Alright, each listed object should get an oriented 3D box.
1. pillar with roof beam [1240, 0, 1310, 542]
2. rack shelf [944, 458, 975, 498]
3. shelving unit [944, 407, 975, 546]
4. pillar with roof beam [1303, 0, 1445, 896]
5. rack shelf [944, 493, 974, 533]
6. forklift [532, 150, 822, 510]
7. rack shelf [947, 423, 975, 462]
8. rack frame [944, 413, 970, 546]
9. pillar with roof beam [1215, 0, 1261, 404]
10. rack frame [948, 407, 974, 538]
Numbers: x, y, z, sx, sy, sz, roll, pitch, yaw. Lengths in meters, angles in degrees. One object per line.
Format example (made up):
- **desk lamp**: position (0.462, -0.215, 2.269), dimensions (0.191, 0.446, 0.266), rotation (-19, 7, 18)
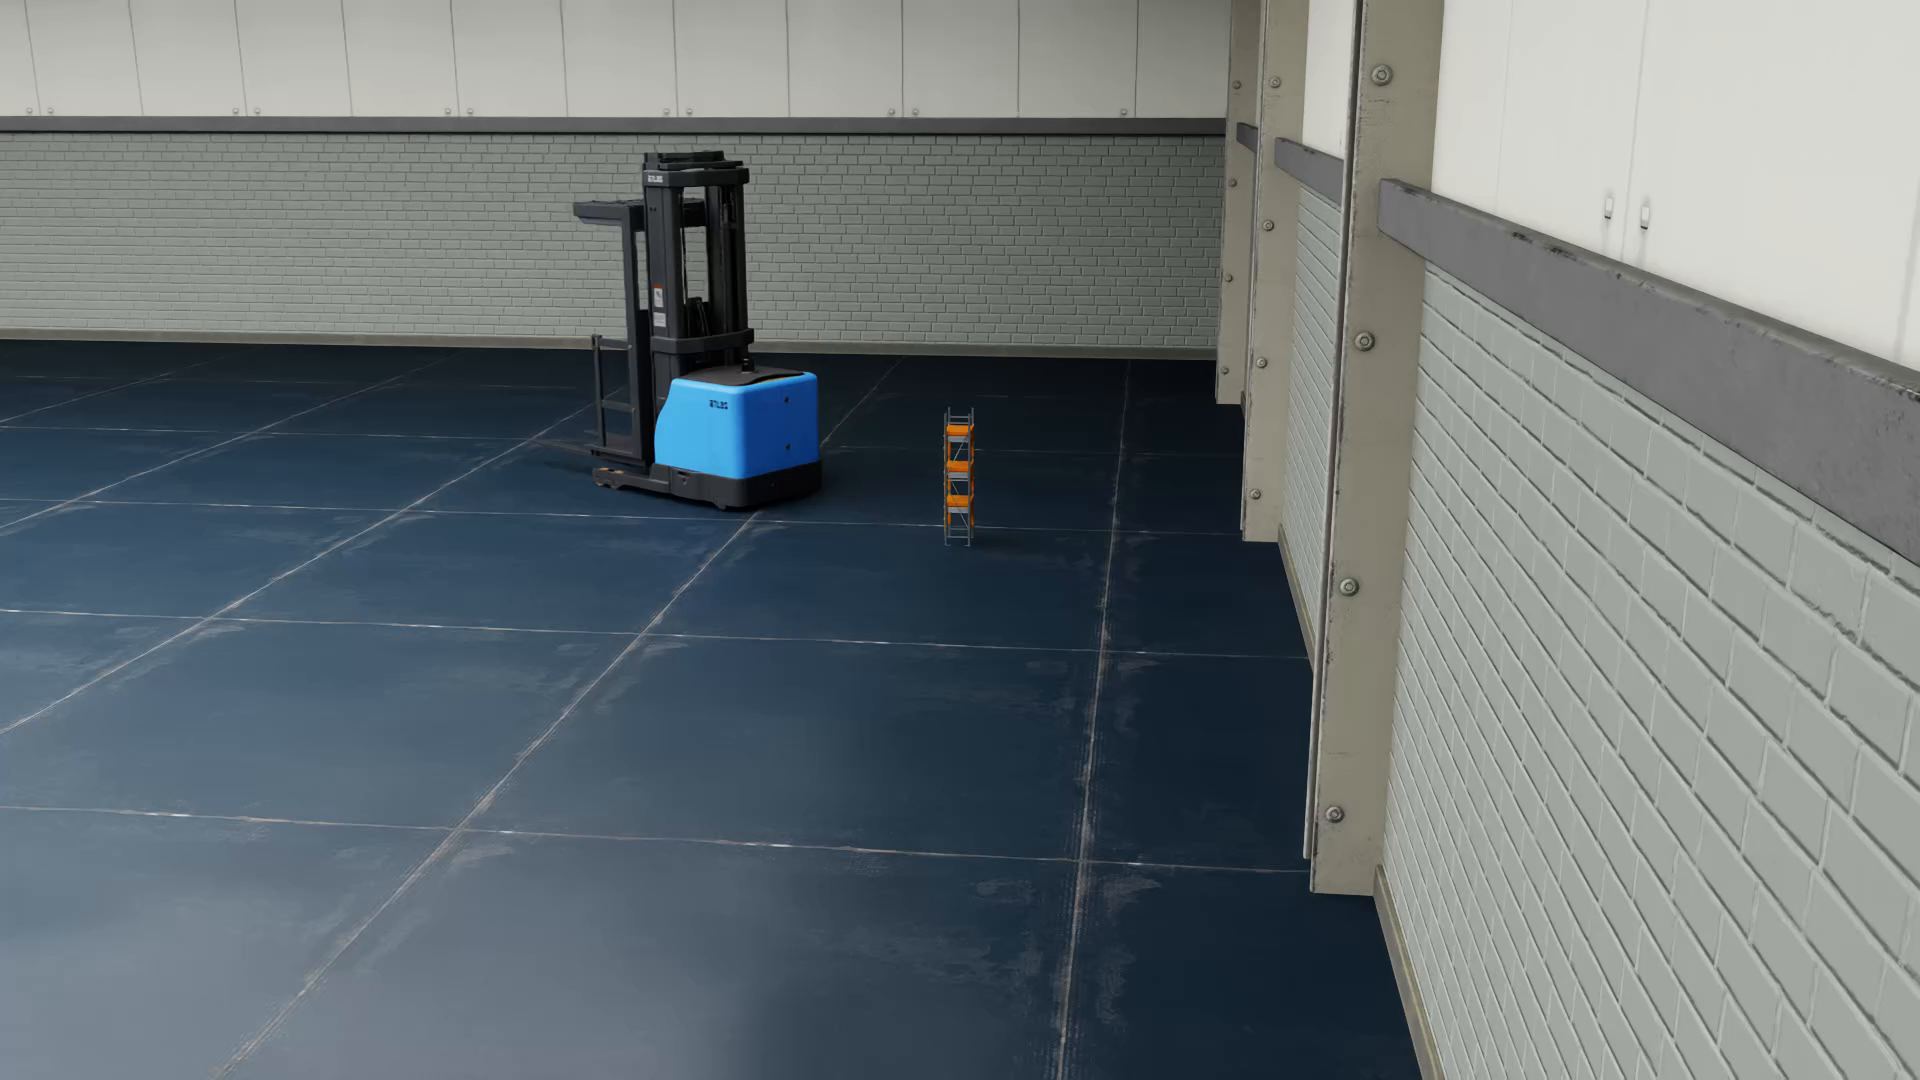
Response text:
- **pillar with roof beam**: position (-1.868, -4.510, 12.601), dimensions (9.100, 9.000, 0.400), rotation (2, 15, 6)
- **rack shelf**: position (-0.006, -0.483, 12.976), dimensions (0.215, 0.259, 0.240), rotation (2, 15, 6)
- **shelving unit**: position (-0.006, -0.493, 12.974), dimensions (0.215, 1.050, 0.252), rotation (2, 15, 6)
- **pillar with roof beam**: position (-2.545, -2.954, 6.846), dimensions (9.100, 9.000, 0.400), rotation (2, 15, 6)
- **rack shelf**: position (-0.006, -0.214, 13.049), dimensions (0.215, 0.259, 0.240), rotation (2, 15, 6)
- **forklift**: position (-2.681, -1.963, 14.807), dimensions (3.031, 2.935, 1.130), rotation (12, 19, 37)
- **rack shelf**: position (-0.006, -0.757, 12.902), dimensions (0.215, 0.259, 0.240), rotation (2, 15, 6)
- **rack frame**: position (-0.020, -0.461, 12.857), dimensions (0.200, 1.050, 0.008), rotation (2, 15, 6)
- **pillar with roof beam**: position (-1.191, -6.066, 18.356), dimensions (9.100, 9.000, 0.400), rotation (2, 15, 6)
- **rack frame**: position (0.008, -0.525, 13.091), dimensions (0.200, 1.050, 0.008), rotation (2, 15, 6)
